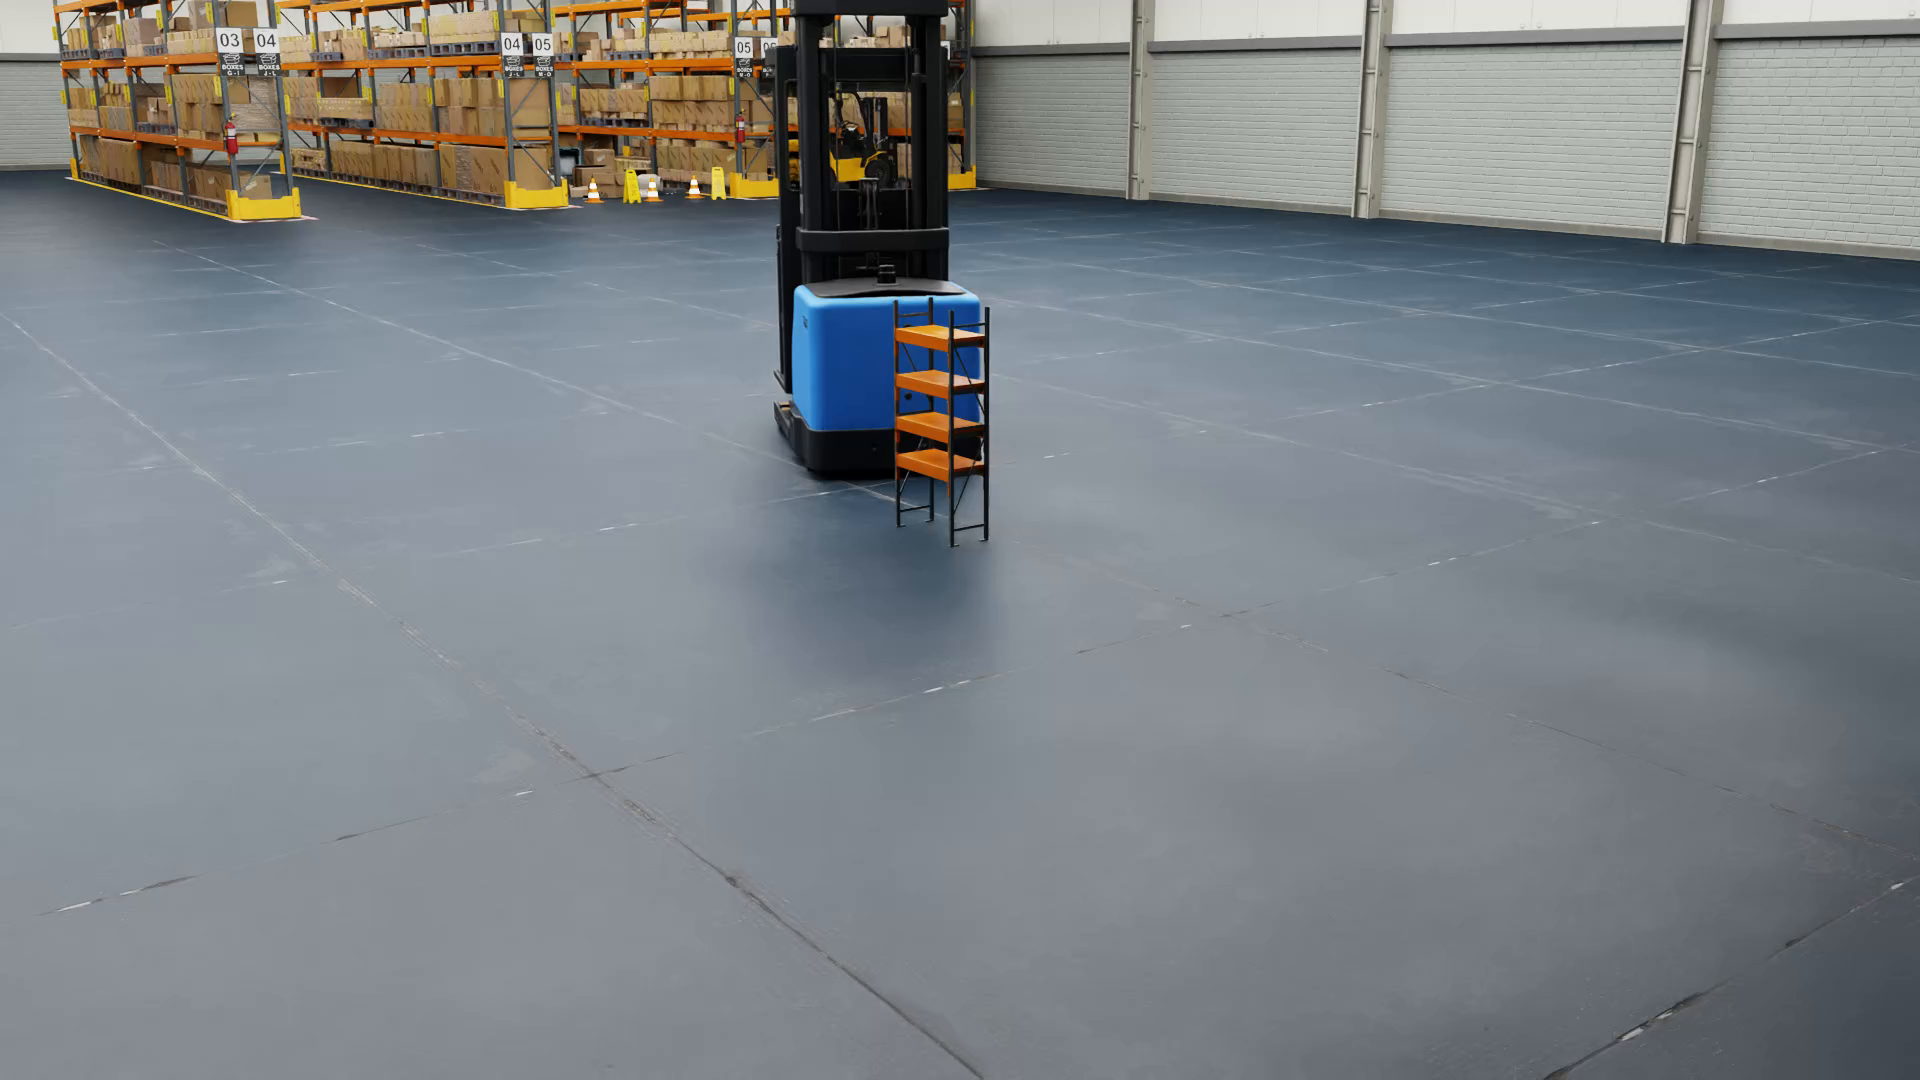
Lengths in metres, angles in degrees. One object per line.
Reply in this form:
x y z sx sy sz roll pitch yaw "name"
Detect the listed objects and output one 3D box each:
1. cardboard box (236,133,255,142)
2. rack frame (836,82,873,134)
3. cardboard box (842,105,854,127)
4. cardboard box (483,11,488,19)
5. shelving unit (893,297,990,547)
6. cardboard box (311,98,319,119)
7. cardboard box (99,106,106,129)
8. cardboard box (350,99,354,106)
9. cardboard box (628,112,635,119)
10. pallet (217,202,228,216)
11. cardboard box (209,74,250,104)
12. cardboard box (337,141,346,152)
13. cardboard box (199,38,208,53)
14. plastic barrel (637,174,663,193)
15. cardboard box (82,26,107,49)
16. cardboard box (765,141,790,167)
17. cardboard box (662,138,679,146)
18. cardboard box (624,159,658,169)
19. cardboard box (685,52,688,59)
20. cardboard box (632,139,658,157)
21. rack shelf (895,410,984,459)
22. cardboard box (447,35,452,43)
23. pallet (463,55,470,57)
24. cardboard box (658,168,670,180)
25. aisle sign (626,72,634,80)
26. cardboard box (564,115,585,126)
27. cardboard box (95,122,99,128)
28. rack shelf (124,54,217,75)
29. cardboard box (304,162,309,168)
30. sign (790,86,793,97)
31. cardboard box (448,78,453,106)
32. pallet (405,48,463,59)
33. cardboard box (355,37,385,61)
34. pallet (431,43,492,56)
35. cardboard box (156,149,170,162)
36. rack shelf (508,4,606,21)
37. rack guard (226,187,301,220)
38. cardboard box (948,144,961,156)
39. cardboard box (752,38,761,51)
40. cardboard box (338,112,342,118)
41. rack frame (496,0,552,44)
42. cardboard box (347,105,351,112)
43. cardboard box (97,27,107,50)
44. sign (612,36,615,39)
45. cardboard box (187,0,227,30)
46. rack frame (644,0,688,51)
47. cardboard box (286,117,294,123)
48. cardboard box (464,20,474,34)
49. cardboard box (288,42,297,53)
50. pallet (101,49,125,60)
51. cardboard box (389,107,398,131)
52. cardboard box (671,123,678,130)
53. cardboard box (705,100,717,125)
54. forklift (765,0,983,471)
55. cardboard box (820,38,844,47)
-12.561 -7.031 29.058 0.380 0.149 0.250 -11 19 -35 "cardboard box"
-2.550 -10.287 40.478 1.000 3.000 0.127 -11 19 -35 "rack frame"
-2.500 -10.200 39.971 0.500 0.500 0.500 -12 19 -36 "cardboard box"
-8.773 -9.905 31.383 0.380 0.149 0.250 -11 19 -34 "cardboard box"
-0.097 -0.614 8.547 0.258 1.200 0.503 -11 19 -35 "shelving unit"
-15.724 -10.685 41.180 0.500 0.500 0.500 -11 19 -34 "cardboard box"
-19.214 -9.597 37.768 0.500 0.500 0.500 -11 19 -34 "cardboard box"
-13.818 -10.091 38.318 0.380 0.149 0.250 -10 18 -33 "cardboard box"
-7.410 -9.772 38.279 0.380 0.149 0.250 -11 19 -35 "cardboard box"
-12.720 -5.973 30.001 1.003 0.211 1.213 -11 19 -35 "pallet"
-12.750 -7.876 29.024 0.500 0.500 0.500 -11 19 -35 "cardboard box"
-14.675 -9.480 40.051 0.500 0.250 0.500 -10 18 -33 "cardboard box"
-13.011 -8.667 29.163 0.500 0.250 0.500 -11 19 -34 "cardboard box"
-6.650 -7.625 35.632 0.512 0.421 0.421 1 15 4 "plastic barrel"
-19.791 -11.589 38.380 0.700 0.500 0.500 -12 20 -38 "cardboard box"
-4.546 -10.063 43.362 0.875 0.625 0.625 -10 18 -33 "cardboard box"
-6.409 -8.862 37.038 0.380 0.149 0.250 -11 19 -34 "cardboard box"
-7.298 -8.715 38.918 0.950 0.372 0.625 -10 18 -31 "cardboard box"
-5.670 -10.406 35.709 0.380 0.149 0.250 -11 19 -34 "cardboard box"
-9.322 -11.702 49.583 0.797 0.503 0.637 -12 19 -37 "cardboard box"
-0.097 -0.549 8.565 0.258 0.148 0.480 -11 19 -35 "rack shelf"
-9.968 -9.954 33.073 0.380 0.149 0.250 -11 19 -35 "cardboard box"
-13.173 -13.325 46.065 1.003 0.211 1.213 -11 19 -35 "pallet"
-6.434 -8.224 37.354 0.500 0.250 0.500 -12 19 -37 "cardboard box"
-9.883 -14.072 49.384 0.394 0.787 0.004 -11 19 -35 "aisle sign"
-9.422 -10.365 41.048 0.500 0.250 0.500 -12 19 -36 "cardboard box"
-19.726 -9.579 38.367 0.380 0.149 0.250 -11 19 -34 "cardboard box"
-15.754 -9.504 33.299 1.077 0.370 4.000 -11 19 -35 "rack shelf"
-16.593 -9.626 42.668 0.380 0.149 0.250 -11 19 -35 "cardboard box"
-4.454 -11.786 43.763 0.100 0.325 0.005 -11 19 -35 "sign"
-9.900 -9.135 33.941 0.875 0.550 0.550 -11 19 -35 "cardboard box"
-11.086 -10.268 35.091 0.805 0.209 1.217 -12 19 -37 "pallet"
-13.400 -11.157 37.787 0.500 0.500 0.500 -11 19 -35 "cardboard box"
-10.034 -9.953 33.746 1.003 0.211 1.213 -11 19 -35 "pallet"
-16.512 -8.061 34.828 0.500 0.250 0.500 -10 18 -32 "cardboard box"
-10.090 -13.150 41.697 1.077 0.370 4.000 -11 19 -35 "rack shelf"
-12.271 -5.934 29.309 1.175 0.500 0.348 -11 19 -35 "rack guard"
-0.327 -8.923 38.015 0.500 0.250 0.500 -11 19 -35 "cardboard box"
-4.291 -10.328 34.667 0.500 0.250 0.500 -11 19 -36 "cardboard box"
-14.433 -10.027 39.211 0.380 0.149 0.250 -12 19 -37 "cardboard box"
-8.155 -10.765 30.861 1.000 3.000 0.127 -11 19 -35 "rack frame"
-13.979 -10.005 38.567 0.380 0.149 0.250 -11 19 -34 "cardboard box"
-18.933 -11.261 37.370 0.700 0.500 0.500 -10 18 -33 "cardboard box"
-8.474 -12.149 40.623 0.100 0.325 0.005 -11 19 -35 "sign"
-13.343 -9.294 29.471 0.500 0.500 0.500 -11 19 -35 "cardboard box"
-6.562 -12.409 36.868 1.000 3.000 0.127 -11 19 -35 "rack frame"
-17.339 -10.933 43.316 0.380 0.149 0.250 -12 19 -36 "cardboard box"
-9.257 -9.915 32.176 0.500 0.250 0.500 -11 19 -35 "cardboard box"
-16.621 -12.441 42.003 0.500 0.250 0.500 -12 19 -37 "cardboard box"
-18.012 -10.555 36.133 1.003 0.211 1.213 -10 18 -32 "pallet"
-12.216 -9.274 36.589 0.500 0.500 0.500 -11 19 -35 "cardboard box"
-6.148 -9.121 36.695 0.380 0.149 0.250 -10 18 -33 "cardboard box"
-5.043 -9.034 35.147 0.500 0.500 0.500 -11 19 -34 "cardboard box"
-0.668 -2.162 10.925 1.130 2.935 3.031 -3 16 -11 "forklift"
-3.172 -12.058 40.452 0.500 0.311 0.500 -12 19 -36 "cardboard box"
